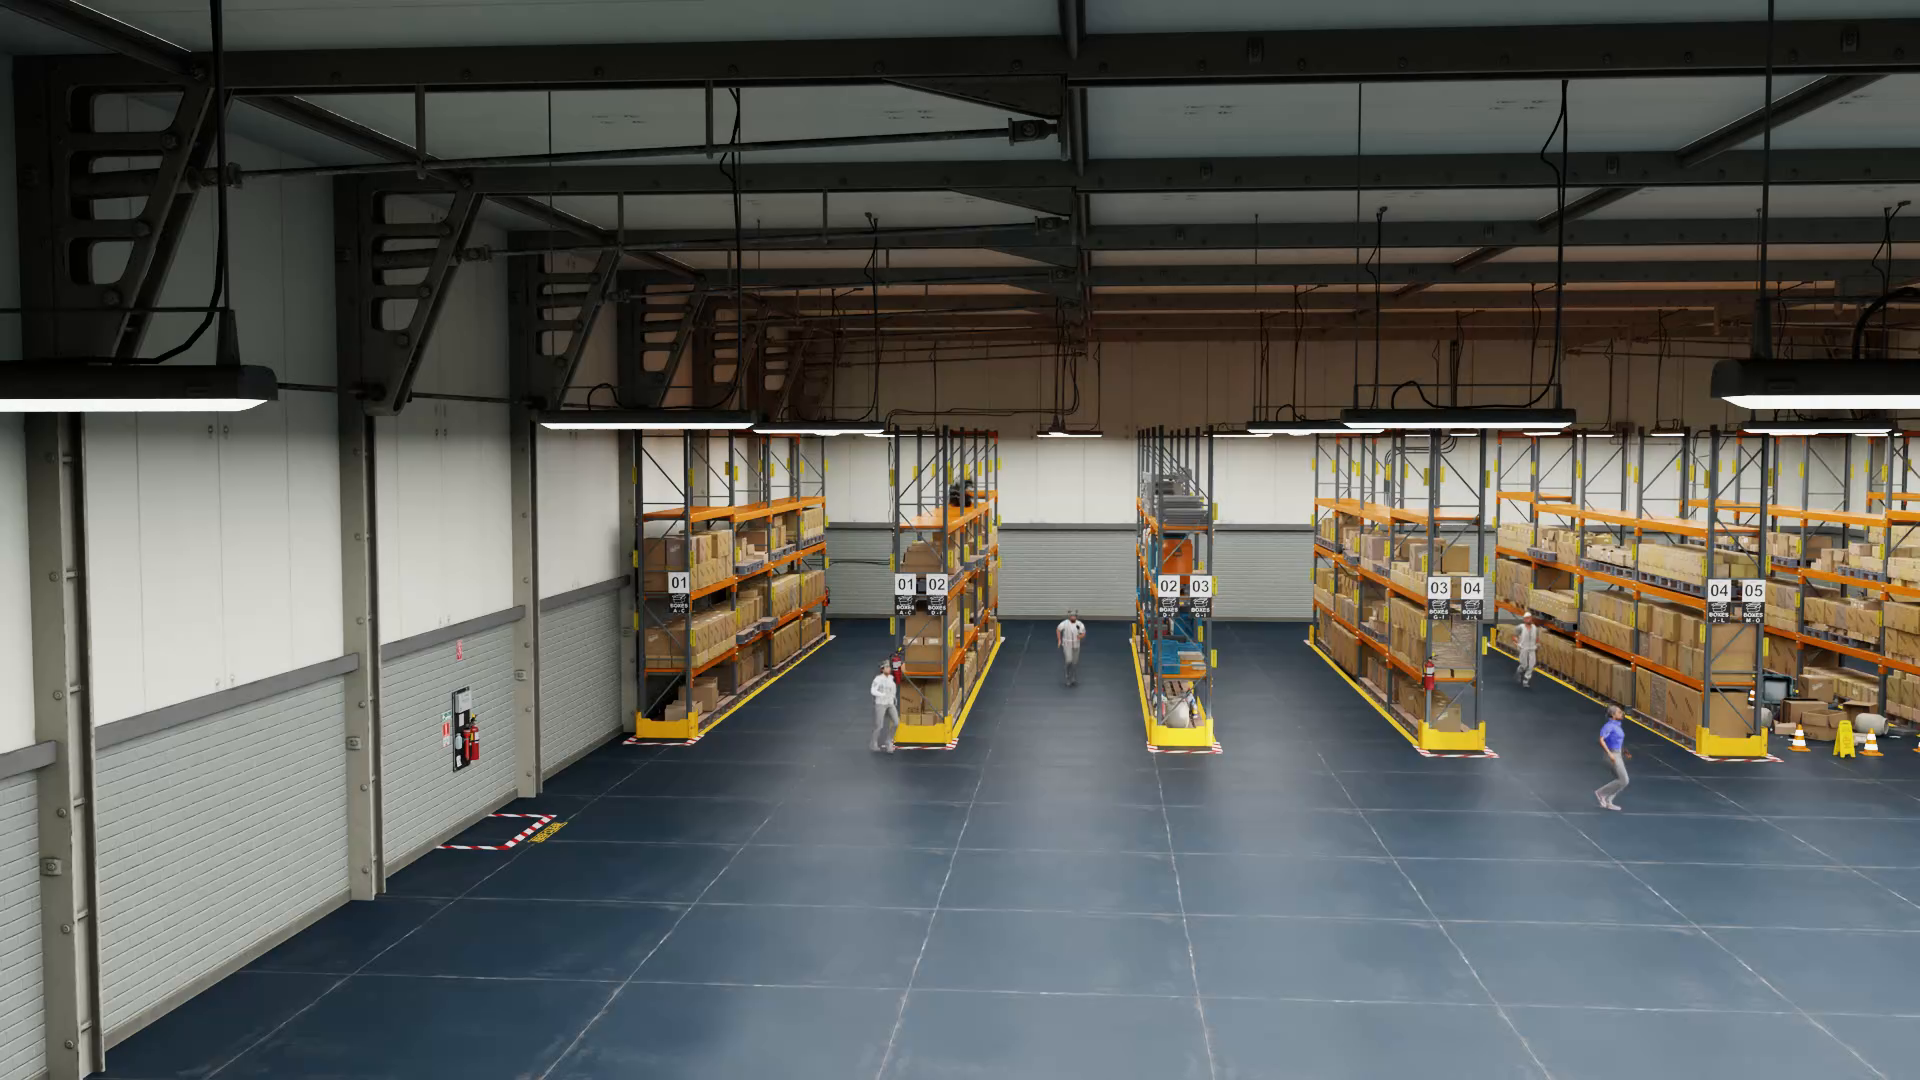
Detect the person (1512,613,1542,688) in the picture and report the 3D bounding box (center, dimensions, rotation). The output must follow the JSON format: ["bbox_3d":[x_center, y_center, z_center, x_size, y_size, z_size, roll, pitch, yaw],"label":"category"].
[{"bbox_3d":[13.099,2.541,38.433,0.639,1.741,0.587,0,3,-3],"label":"person"}]

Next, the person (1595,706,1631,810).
[{"bbox_3d":[10.106,3.370,25.715,0.493,1.621,0.580,2,4,33],"label":"person"}]

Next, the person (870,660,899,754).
[{"bbox_3d":[-1.348,3.047,30.474,0.630,1.717,0.599,-2,4,-35],"label":"person"}]

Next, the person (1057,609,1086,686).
[{"bbox_3d":[2.622,2.514,38.890,0.627,1.815,0.826,-1,3,-9],"label":"person"}]
